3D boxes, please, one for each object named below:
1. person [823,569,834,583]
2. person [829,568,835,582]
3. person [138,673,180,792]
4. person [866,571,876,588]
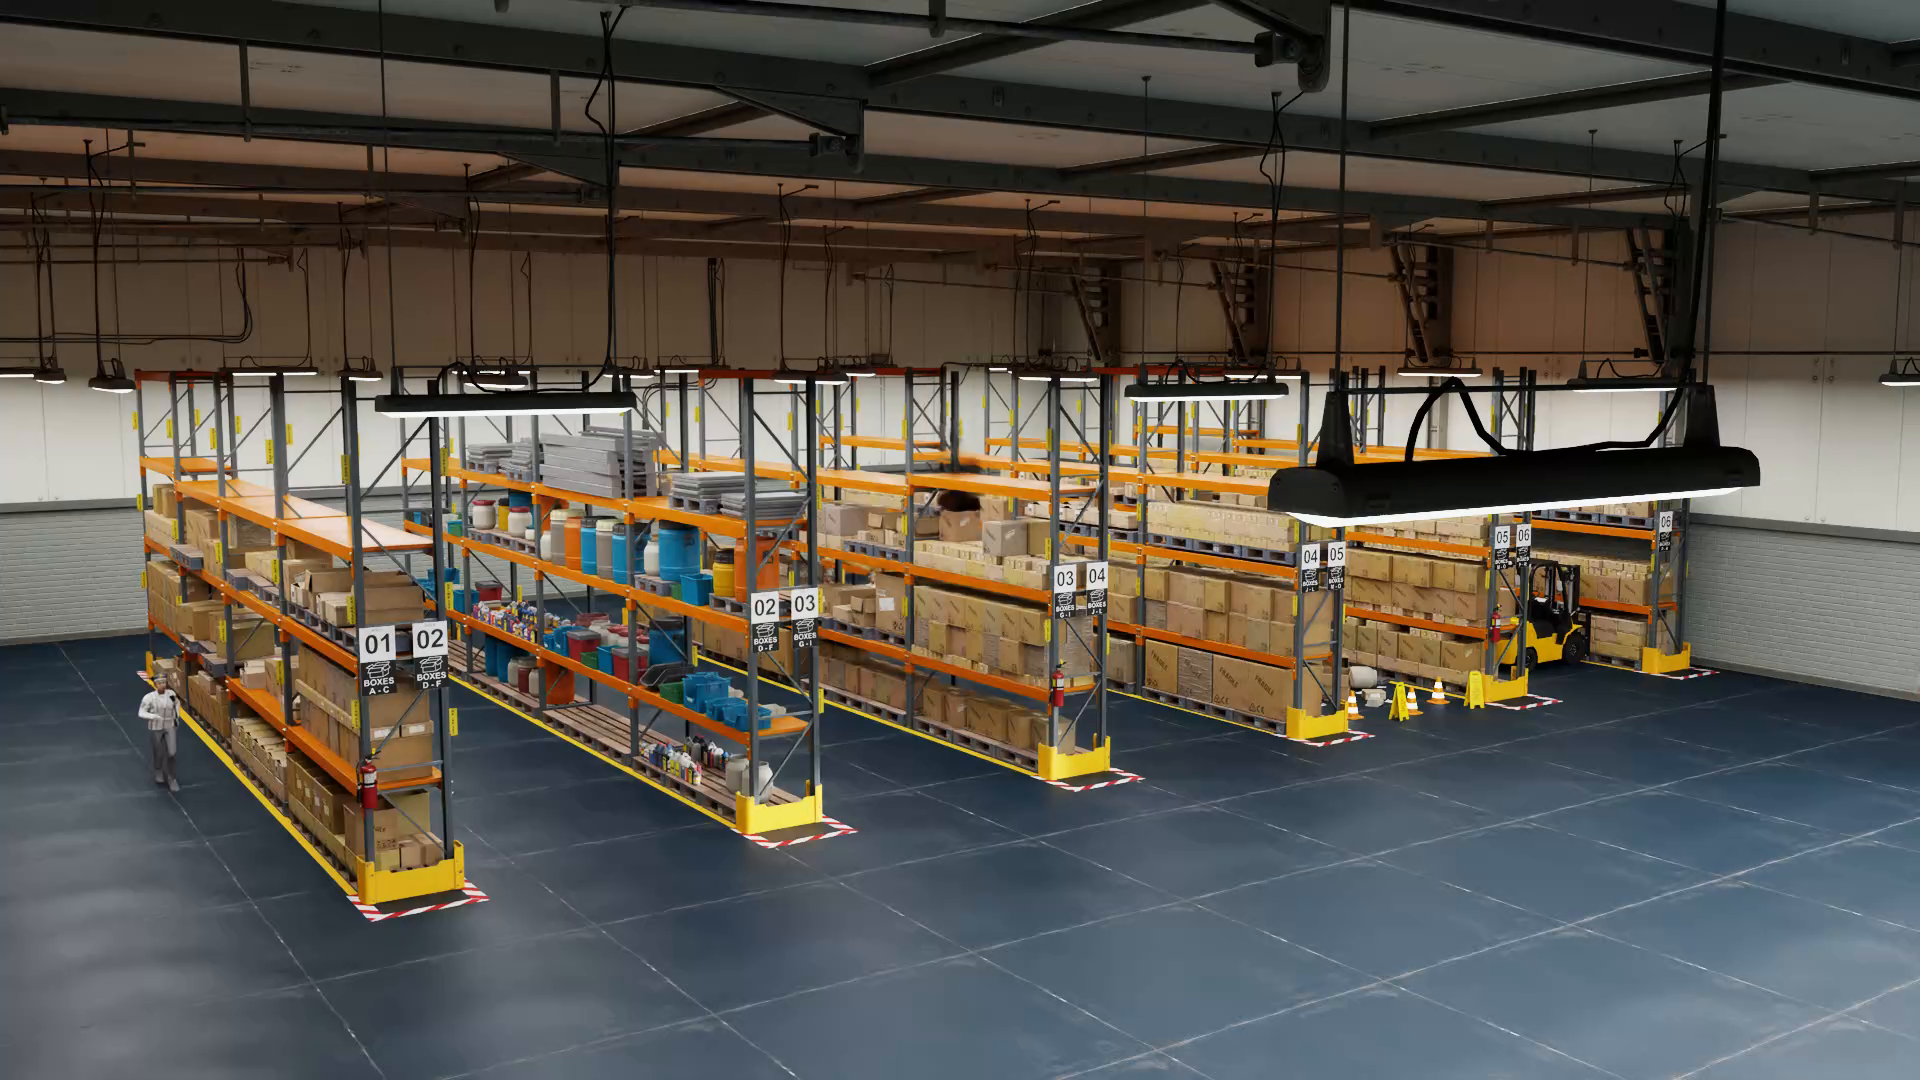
[{"bbox_3d":[-2.766,1.489,35.058,0.672,1.755,0.912,-5,8,-40],"label":"person"},{"bbox_3d":[-3.172,0.714,42.157,0.870,1.718,0.818,-1,7,-8],"label":"person"},{"bbox_3d":[-11.597,2.781,24.148,0.593,1.753,0.755,-4,8,-34],"label":"person"},{"bbox_3d":[-1.890,1.476,35.756,0.606,1.654,0.599,-5,8,-37],"label":"person"}]
